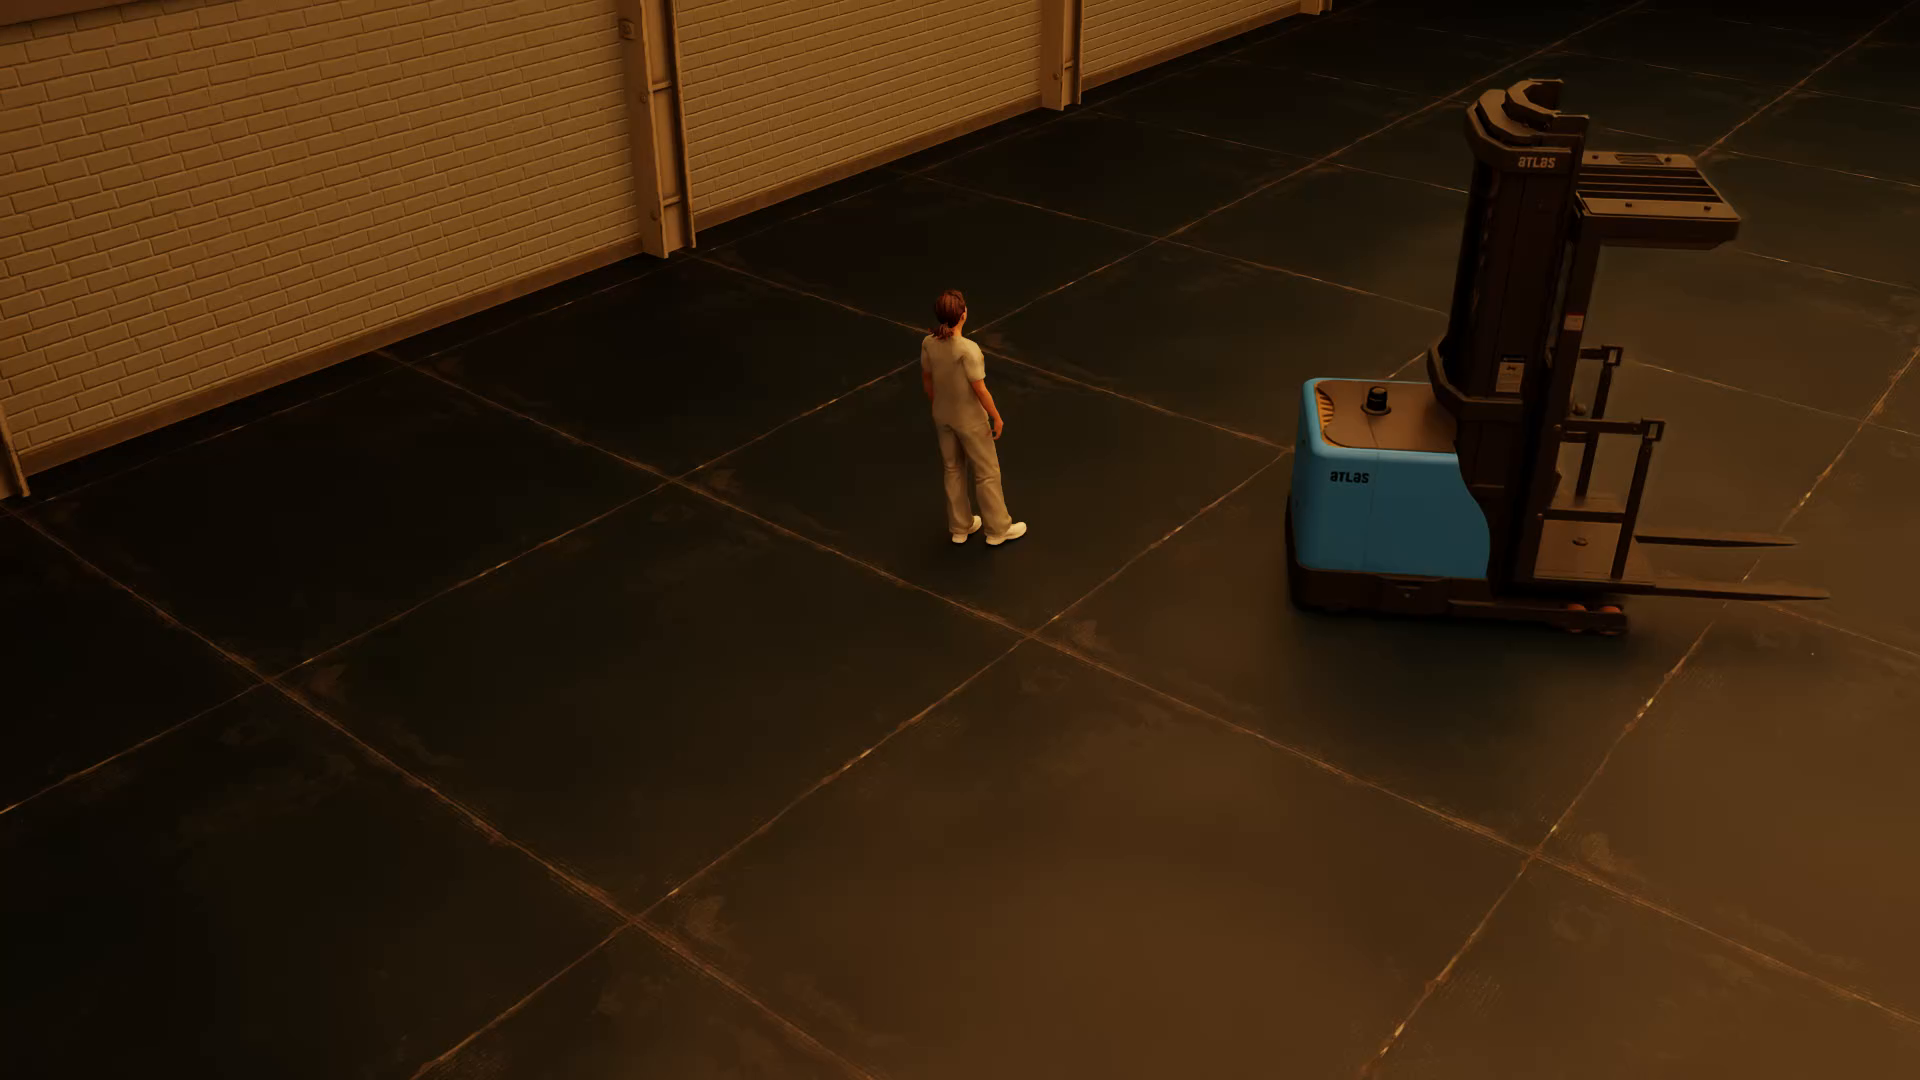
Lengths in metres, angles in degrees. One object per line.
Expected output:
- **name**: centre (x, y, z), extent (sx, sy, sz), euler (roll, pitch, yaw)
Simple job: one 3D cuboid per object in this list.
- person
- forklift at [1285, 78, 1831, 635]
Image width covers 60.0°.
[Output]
- **person**: centre (0.057, -0.754, 10.115), extent (0.549, 1.675, 0.549), euler (22, 37, 33)
- **forklift**: centre (3.511, -1.003, 9.311), extent (3.031, 2.935, 1.130), euler (3, 30, 6)
